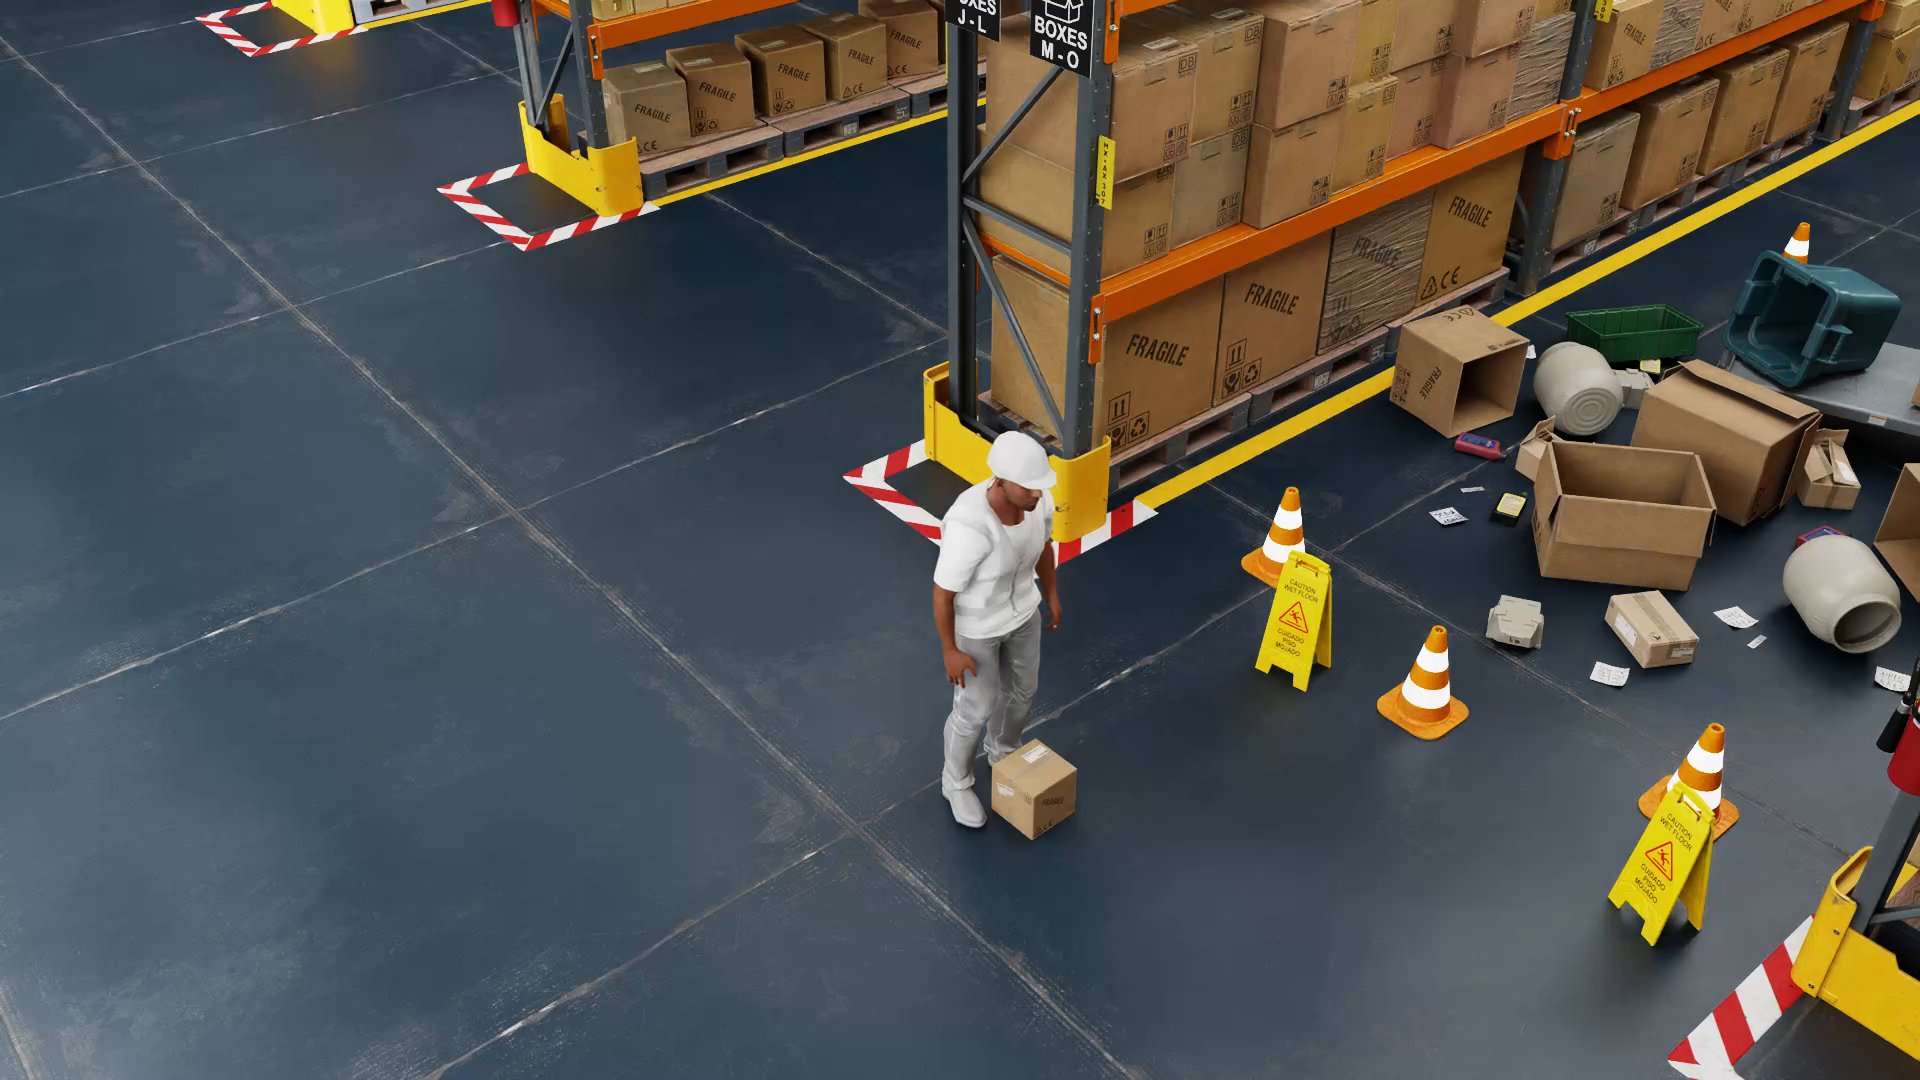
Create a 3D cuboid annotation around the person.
[{"bbox_3d":[0.160,0.321,6.615,0.637,1.761,0.455,-28,44,-33],"label":"person"}]
